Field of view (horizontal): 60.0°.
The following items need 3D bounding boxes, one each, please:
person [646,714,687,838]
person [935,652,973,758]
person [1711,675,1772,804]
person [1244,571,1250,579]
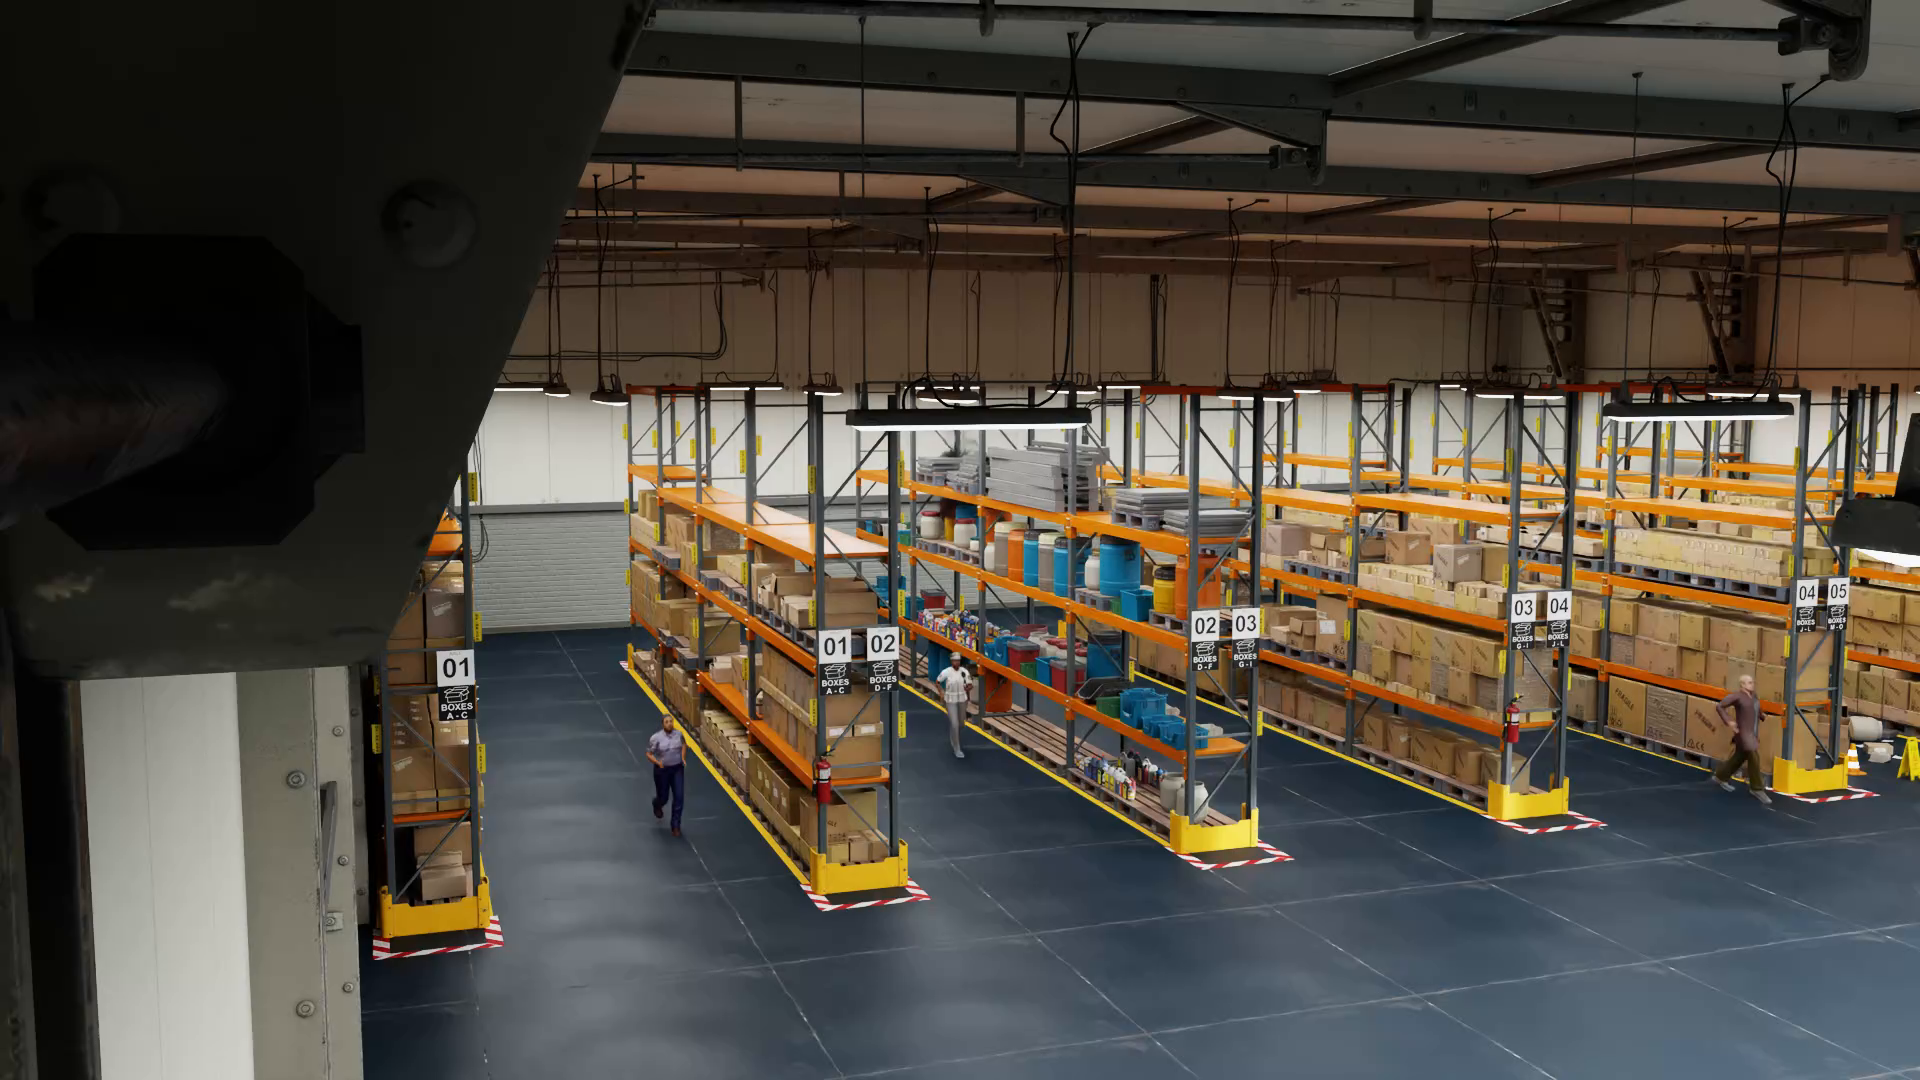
[{"bbox_3d":[-3.994,3.187,22.777,0.607,1.648,0.841,-3,7,-25],"label":"person"},{"bbox_3d":[-0.073,2.654,27.290,0.579,1.678,0.941,-2,6,-19],"label":"person"},{"bbox_3d":[11.625,2.907,24.593,0.748,1.823,0.948,-6,8,-43],"label":"person"},{"bbox_3d":[6.527,1.516,37.705,0.688,1.777,1.012,-2,6,-18],"label":"person"}]
